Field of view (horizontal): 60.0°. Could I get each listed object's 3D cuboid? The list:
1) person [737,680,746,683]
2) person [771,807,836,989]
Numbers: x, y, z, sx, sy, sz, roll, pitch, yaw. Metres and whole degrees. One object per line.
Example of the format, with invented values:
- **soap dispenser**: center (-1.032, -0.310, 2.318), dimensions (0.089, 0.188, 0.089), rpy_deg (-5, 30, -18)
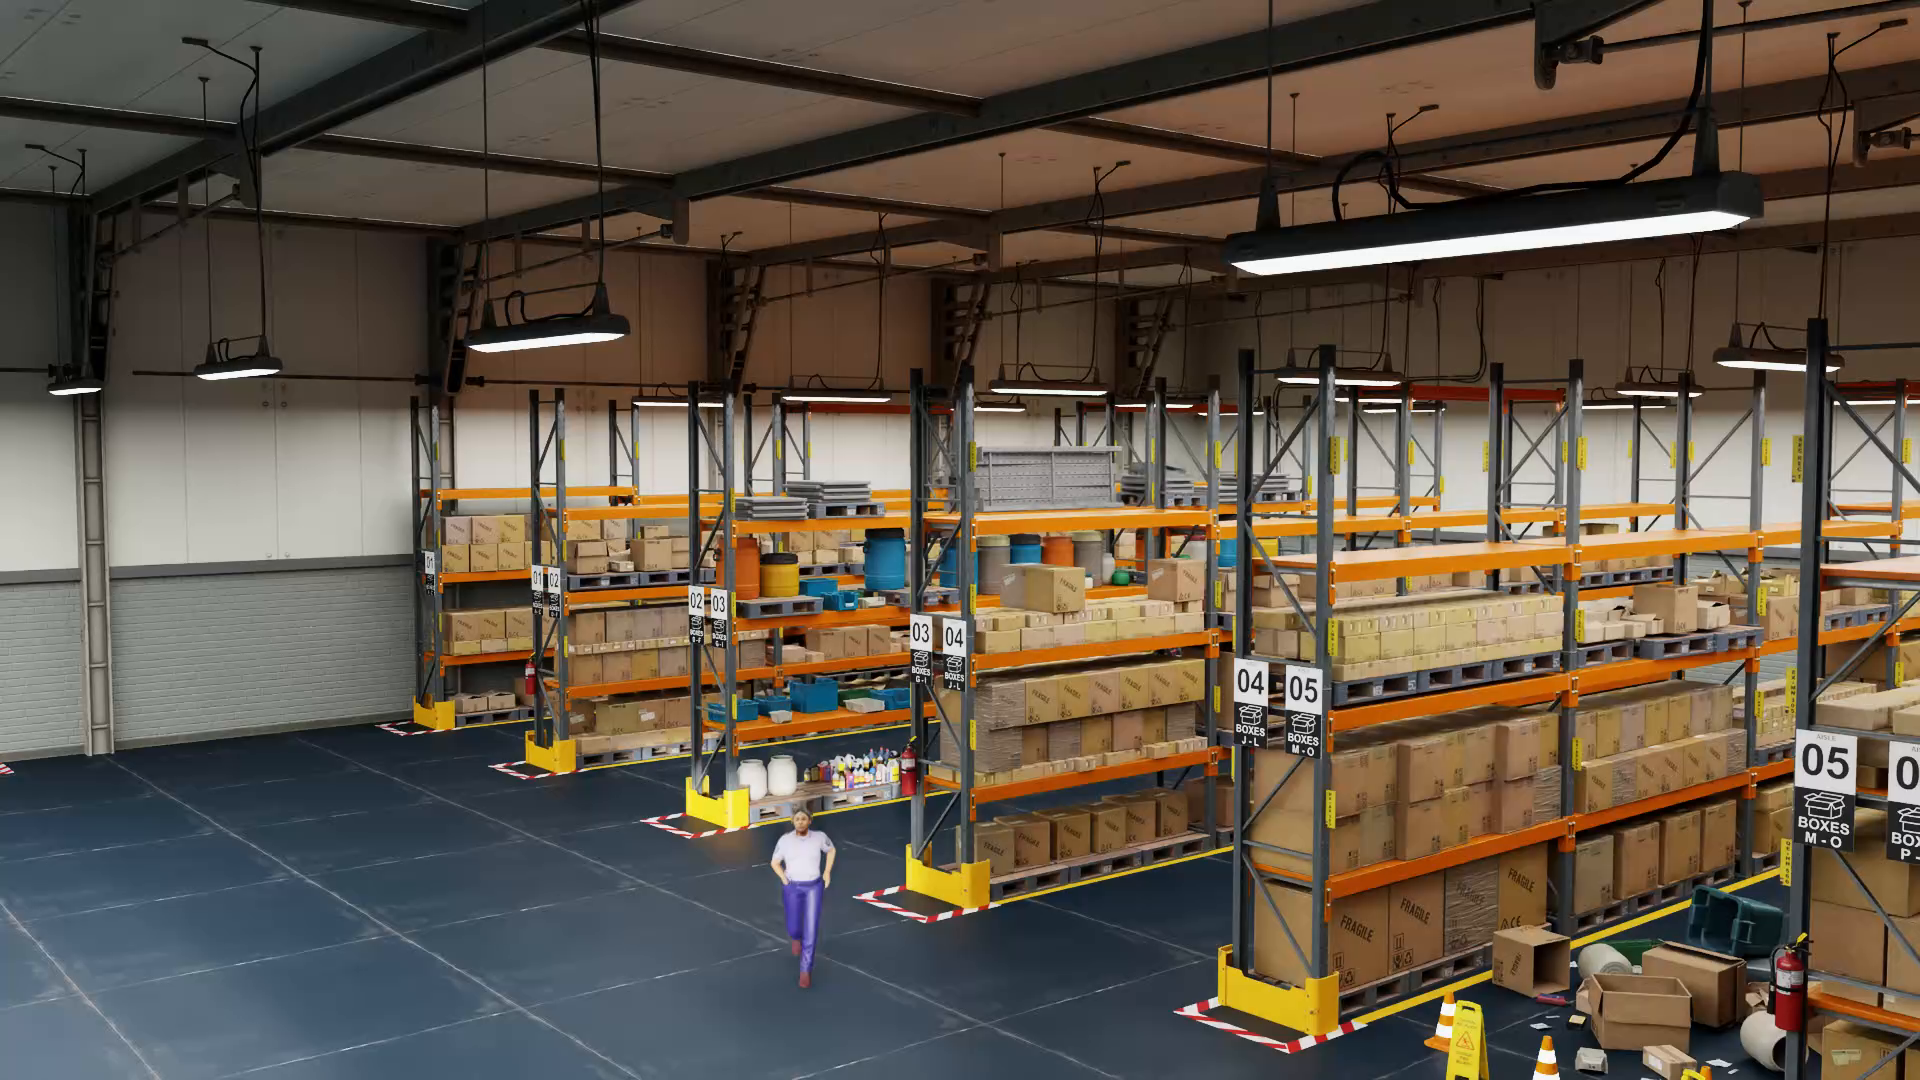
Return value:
- **person**: center (-4.062, 2.490, 30.796), dimensions (0.753, 1.790, 0.640), rpy_deg (-3, 4, -40)
- **person**: center (-1.518, 3.416, 16.118), dimensions (0.619, 1.636, 0.899), rpy_deg (0, 3, -2)
